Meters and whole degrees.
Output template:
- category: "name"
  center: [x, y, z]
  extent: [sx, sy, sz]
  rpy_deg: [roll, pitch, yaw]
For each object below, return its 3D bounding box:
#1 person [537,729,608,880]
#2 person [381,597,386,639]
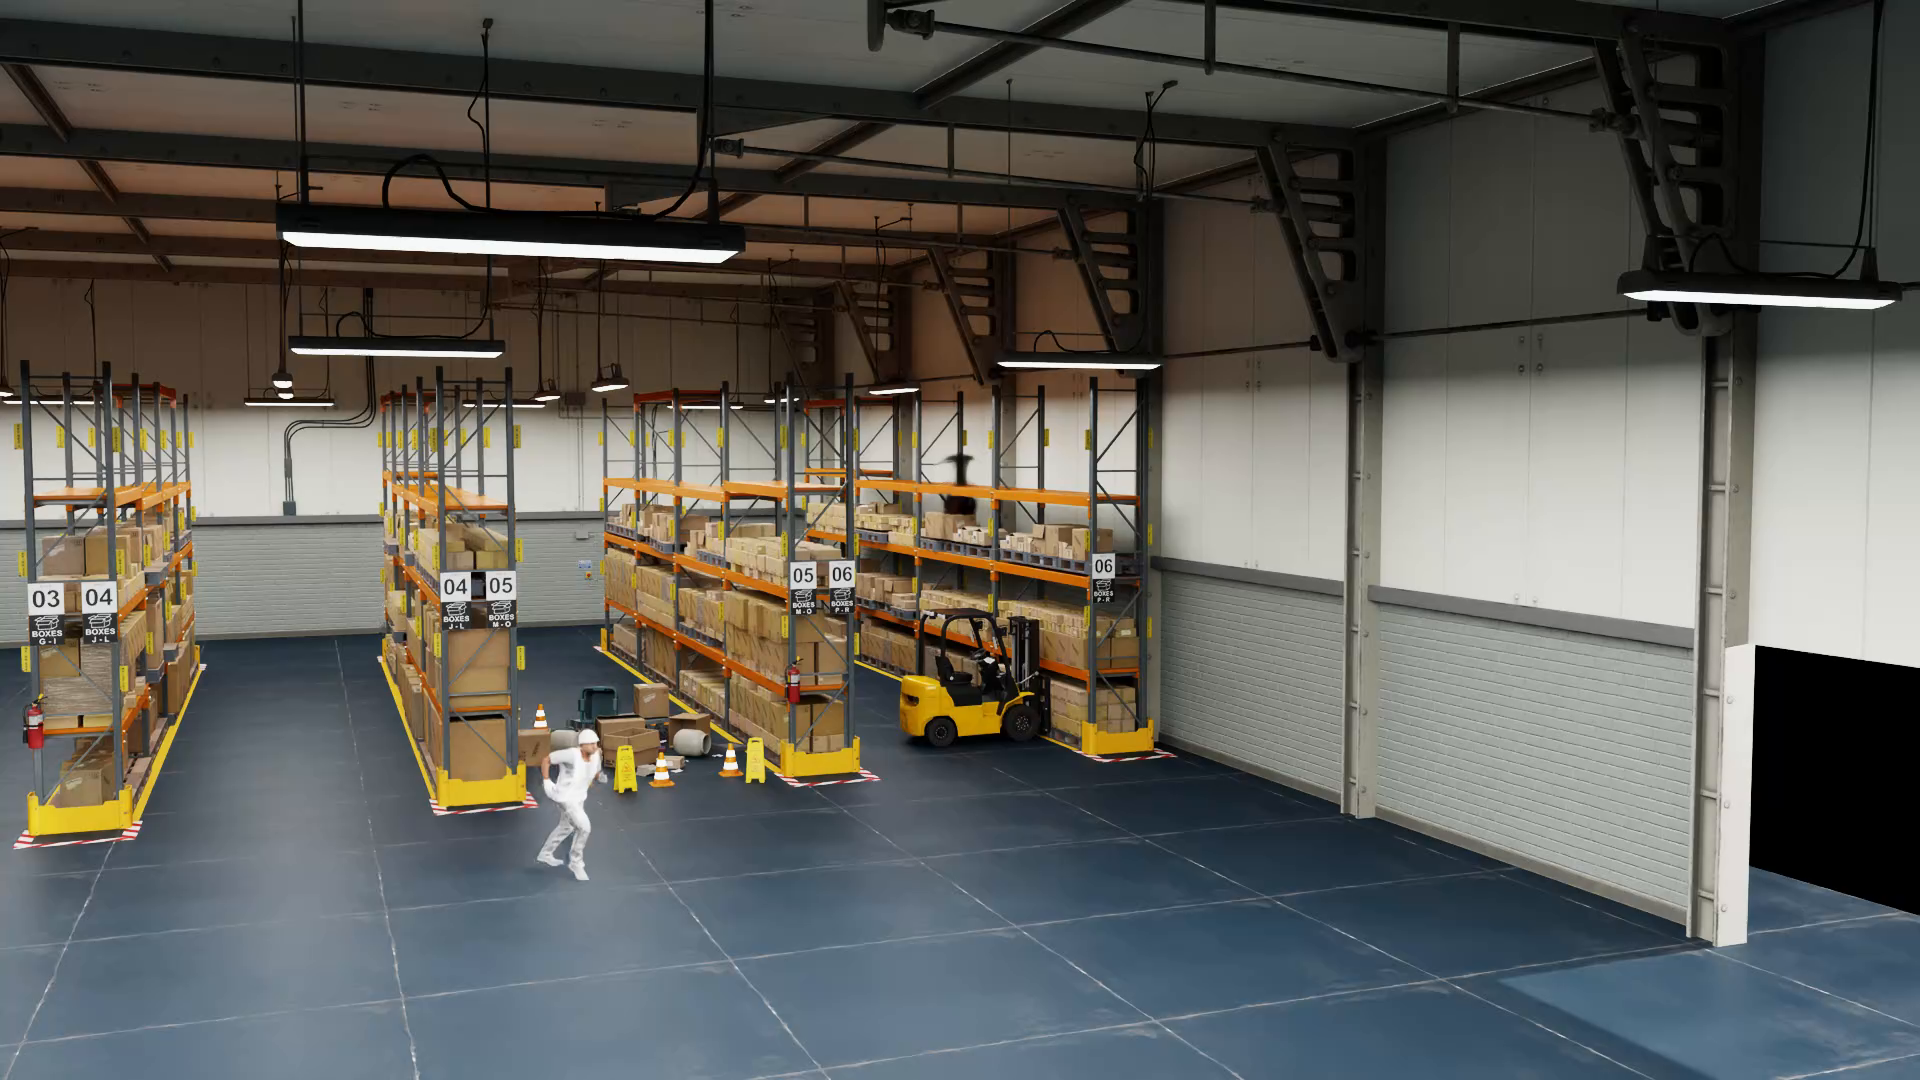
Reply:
- category: "person"
  center: [-4.477, 3.024, 19.072]
  extent: [0.967, 1.762, 0.717]
  rpy_deg: [2, 4, 27]
- category: "person"
  center: [-13.474, 1.811, 39.436]
  extent: [0.558, 1.713, 0.816]
  rpy_deg: [1, 4, 12]
